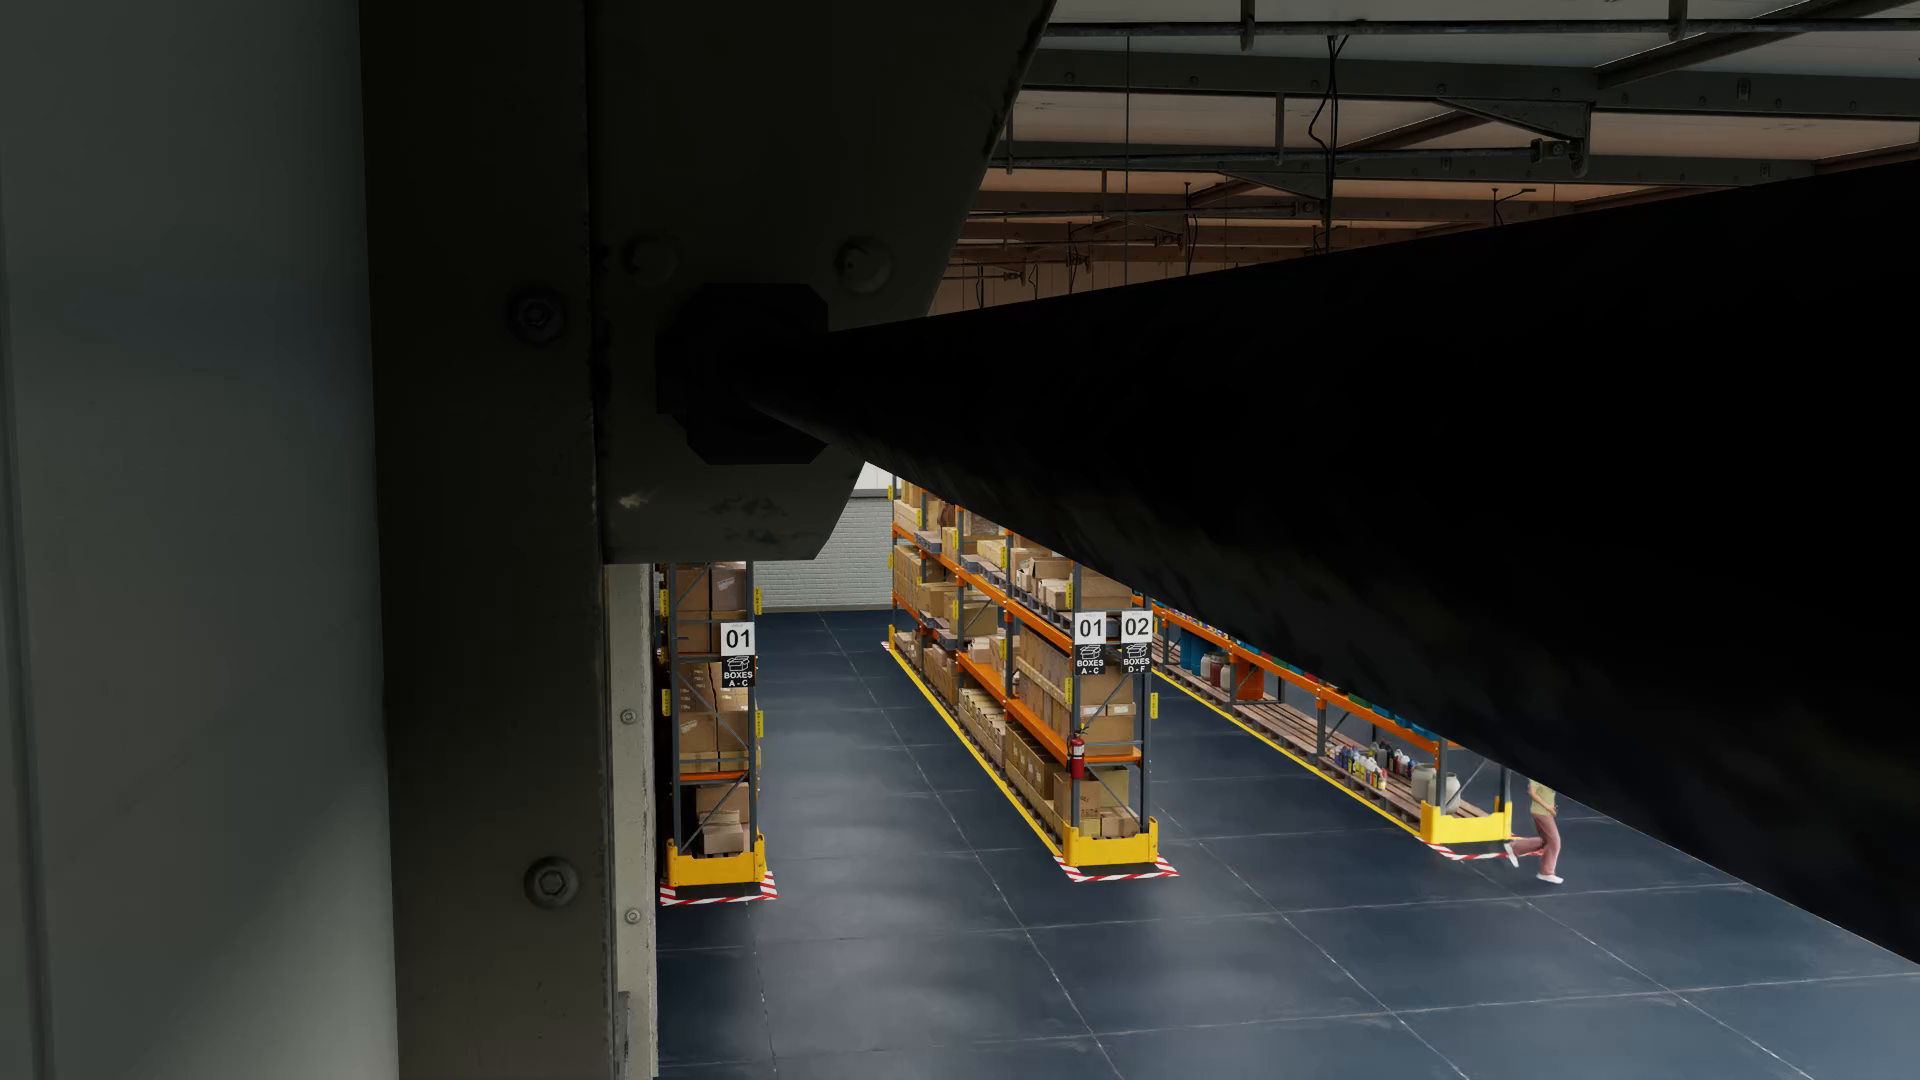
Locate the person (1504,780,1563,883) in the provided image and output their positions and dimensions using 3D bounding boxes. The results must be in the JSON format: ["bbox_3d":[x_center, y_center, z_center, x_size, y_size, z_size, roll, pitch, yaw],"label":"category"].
[{"bbox_3d":[7.047,3.337,20.357,0.705,1.650,0.609,3,7,24],"label":"person"}]
